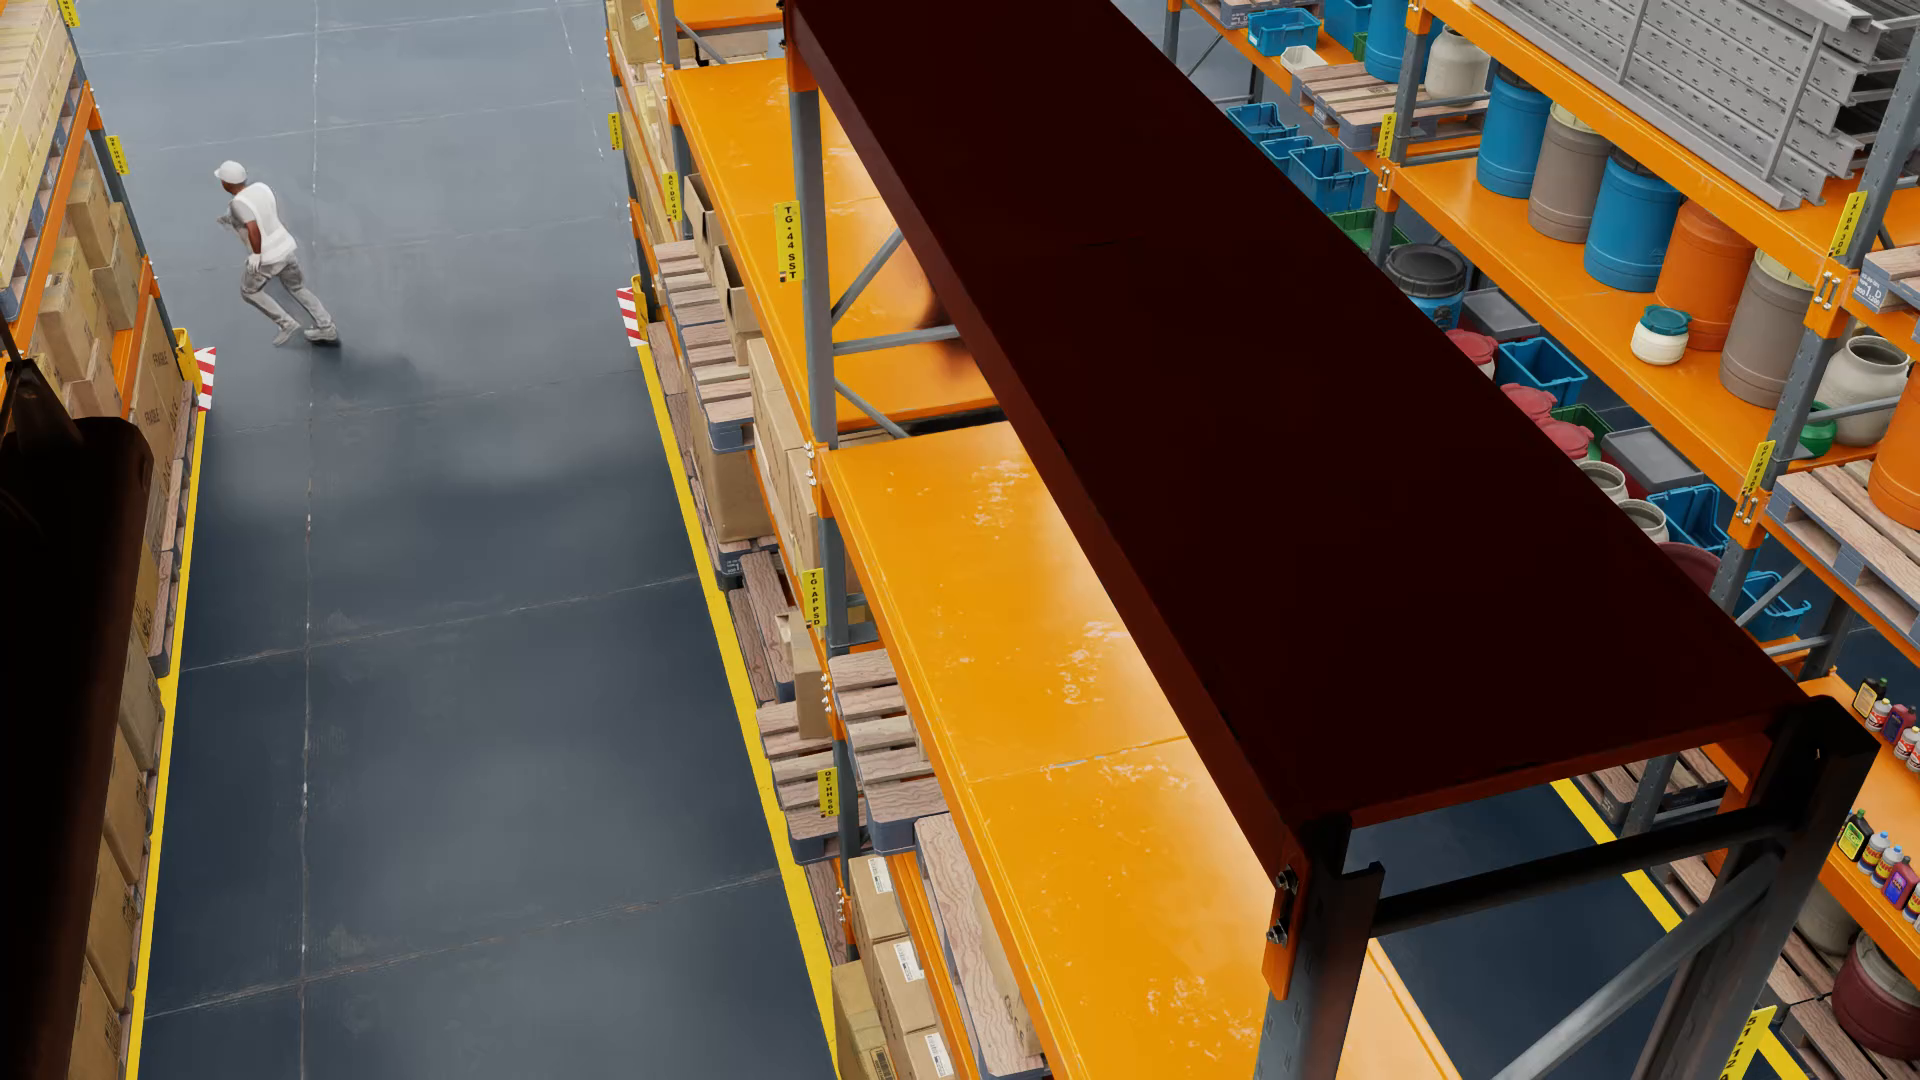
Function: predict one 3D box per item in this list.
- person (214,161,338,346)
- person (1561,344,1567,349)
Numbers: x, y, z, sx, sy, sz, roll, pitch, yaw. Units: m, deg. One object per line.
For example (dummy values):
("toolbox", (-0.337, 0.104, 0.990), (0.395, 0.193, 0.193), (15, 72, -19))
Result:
("person", (-6.115, -2.516, 14.629), (0.917, 1.670, 0.712), (9, 39, 11))
("person", (5.556, -2.304, 14.417), (0.796, 1.697, 0.560), (29, 47, 32))
